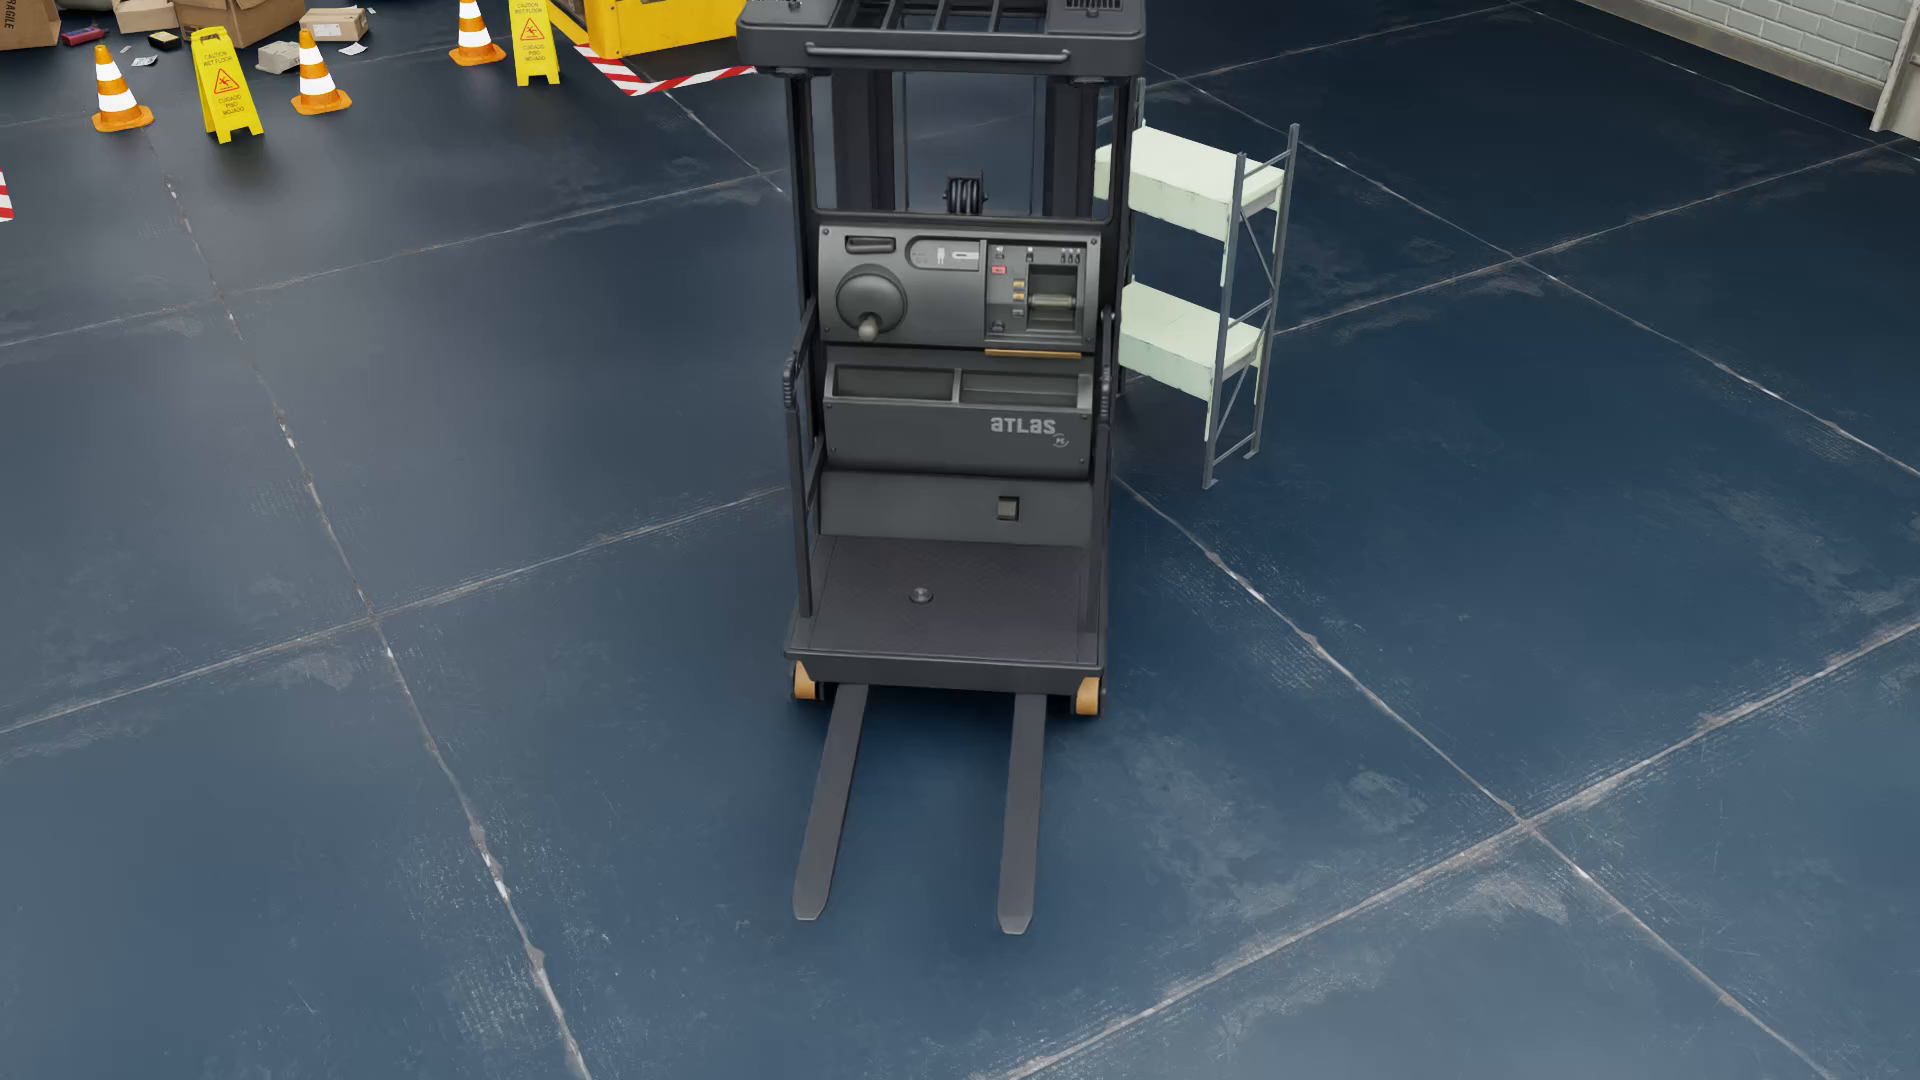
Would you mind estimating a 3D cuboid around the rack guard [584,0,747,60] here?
[{"bbox_3d":[-1.963,-3.674,11.357,1.175,0.500,0.348,-19,40,-24],"label":"rack guard"}]

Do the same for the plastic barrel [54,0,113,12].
[{"bbox_3d":[-6.267,-4.002,11.871,0.512,0.421,0.421,6,37,8],"label":"plastic barrel"}]

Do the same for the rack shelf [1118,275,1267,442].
[{"bbox_3d":[0.892,-0.788,7.110,0.720,0.370,0.431,28,44,32],"label":"rack shelf"}]

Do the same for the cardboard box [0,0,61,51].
[{"bbox_3d":[-6.496,-3.671,11.350,0.500,0.500,0.500,-12,38,-16],"label":"cardboard box"}]

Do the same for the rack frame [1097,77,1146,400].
[{"bbox_3d":[0.618,-1.195,7.114,0.023,1.500,0.400,28,44,32],"label":"rack frame"}]

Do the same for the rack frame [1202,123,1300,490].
[{"bbox_3d":[1.166,-0.908,6.722,0.023,1.500,0.400,28,44,32],"label":"rack frame"}]

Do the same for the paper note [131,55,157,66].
[{"bbox_3d":[-5.453,-3.208,11.118,0.144,0.017,0.142,-6,37,-8],"label":"paper note"}]

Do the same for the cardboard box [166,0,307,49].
[{"bbox_3d":[-4.996,-3.782,11.502,0.637,0.503,0.797,12,38,16],"label":"cardboard box"}]

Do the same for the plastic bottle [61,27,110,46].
[{"bbox_3d":[-6.028,-3.483,11.467,0.133,0.061,0.283,26,44,31],"label":"plastic bottle"}]

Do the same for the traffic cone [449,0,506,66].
[{"bbox_3d":[-3.256,-3.458,11.092,0.336,0.463,0.334,-19,40,-24],"label":"traffic cone"}]

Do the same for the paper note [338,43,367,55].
[{"bbox_3d":[-4.121,-3.338,11.295,0.142,0.019,0.148,26,44,31],"label":"paper note"}]

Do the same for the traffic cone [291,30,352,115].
[{"bbox_3d":[-4.045,-2.955,10.404,0.336,0.463,0.334,-19,40,-24],"label":"traffic cone"}]

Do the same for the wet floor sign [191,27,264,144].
[{"bbox_3d":[-4.427,-2.748,9.965,0.267,0.644,0.232,-26,44,-31],"label":"wet floor sign"}]

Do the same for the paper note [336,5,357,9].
[{"bbox_3d":[-4.418,-3.811,11.952,0.148,0.019,0.142,-6,37,-8],"label":"paper note"}]

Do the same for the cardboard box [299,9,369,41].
[{"bbox_3d":[-4.329,-3.563,11.502,0.380,0.149,0.250,0,36,0],"label":"cardboard box"}]

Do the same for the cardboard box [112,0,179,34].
[{"bbox_3d":[-5.707,-3.732,11.634,0.396,0.266,0.258,-12,38,-16],"label":"cardboard box"}]

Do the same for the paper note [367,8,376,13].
[{"bbox_3d":[-4.231,-3.807,11.954,0.032,0.001,0.123,-19,40,-24],"label":"paper note"}]

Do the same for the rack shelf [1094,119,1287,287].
[{"bbox_3d":[0.892,-1.367,6.688,0.720,0.370,0.431,28,44,32],"label":"rack shelf"}]

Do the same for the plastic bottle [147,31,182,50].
[{"bbox_3d":[-5.466,-3.427,11.390,0.283,0.061,0.133,26,44,31],"label":"plastic bottle"}]

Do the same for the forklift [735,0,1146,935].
[{"bbox_3d":[-0.021,-0.769,5.318,1.130,2.935,3.031,3,36,4],"label":"forklift"}]

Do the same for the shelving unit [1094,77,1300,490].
[{"bbox_3d":[0.892,-1.051,6.918,0.755,1.500,0.431,28,44,32],"label":"shelving unit"}]

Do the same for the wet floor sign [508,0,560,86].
[{"bbox_3d":[-2.754,-3.280,10.694,0.267,0.644,0.232,-6,37,-8],"label":"wet floor sign"}]

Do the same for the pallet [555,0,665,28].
[{"bbox_3d":[-2.340,-3.982,12.024,1.003,0.211,1.213,-19,40,-24],"label":"pallet"}]

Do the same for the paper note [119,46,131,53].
[{"bbox_3d":[-5.678,-3.338,11.312,0.032,0.001,0.123,0,36,0],"label":"paper note"}]

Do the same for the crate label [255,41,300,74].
[{"bbox_3d":[-4.493,-3.206,11.024,0.298,0.136,0.250,19,40,24],"label":"crate label"}]

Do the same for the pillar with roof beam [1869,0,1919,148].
[{"bbox_3d":[2.087,-4.827,5.729,9.100,9.000,0.400,-19,40,-24],"label":"pillar with roof beam"}]

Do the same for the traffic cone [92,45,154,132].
[{"bbox_3d":[-5.193,-2.794,10.183,0.336,0.463,0.334,-19,40,-24],"label":"traffic cone"}]
